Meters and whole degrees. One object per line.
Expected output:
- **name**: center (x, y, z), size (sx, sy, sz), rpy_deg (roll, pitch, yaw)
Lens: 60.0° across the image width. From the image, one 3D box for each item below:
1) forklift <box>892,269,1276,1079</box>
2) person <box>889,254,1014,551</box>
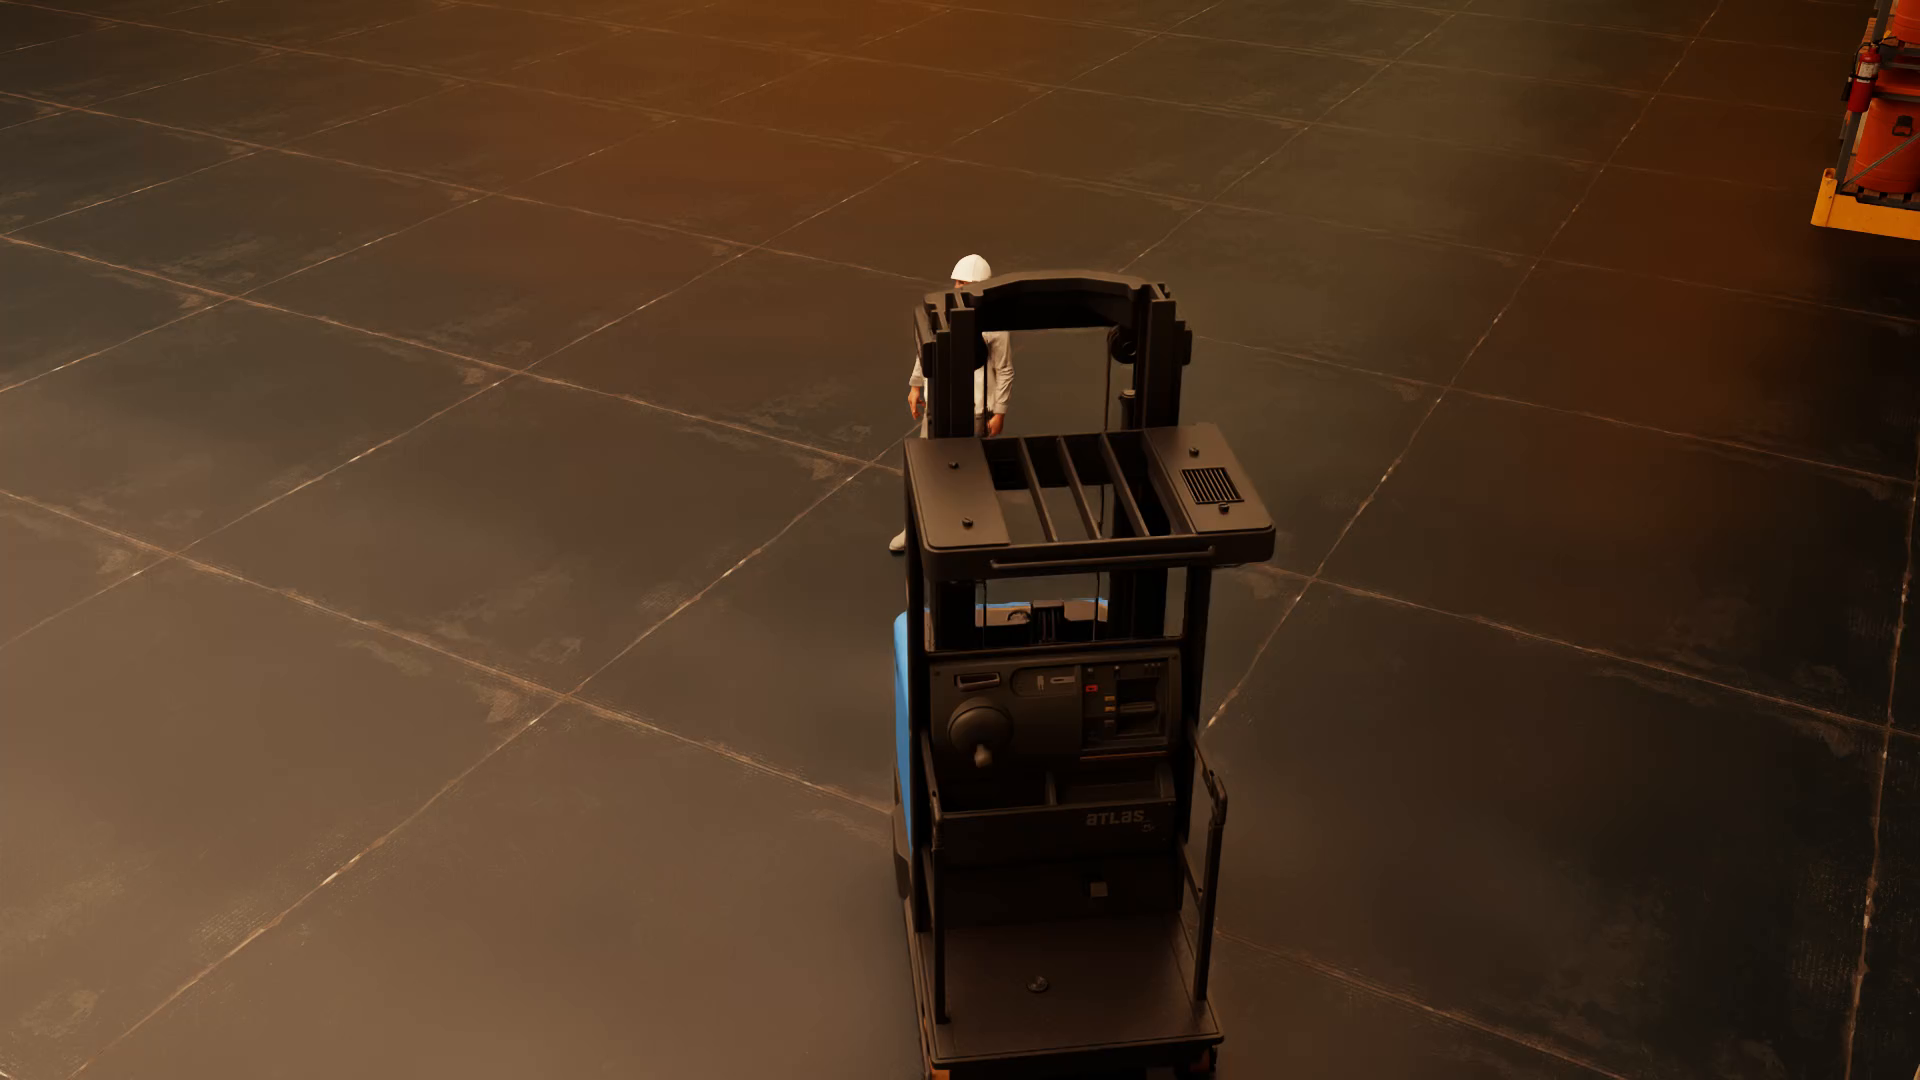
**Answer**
- **forklift**: center (0.383, 0.665, 5.919), size (1.130, 2.935, 3.031), rpy_deg (-3, 30, -6)
- **person**: center (-0.037, -0.749, 9.511), size (0.633, 1.775, 0.566), rpy_deg (15, 33, 25)
